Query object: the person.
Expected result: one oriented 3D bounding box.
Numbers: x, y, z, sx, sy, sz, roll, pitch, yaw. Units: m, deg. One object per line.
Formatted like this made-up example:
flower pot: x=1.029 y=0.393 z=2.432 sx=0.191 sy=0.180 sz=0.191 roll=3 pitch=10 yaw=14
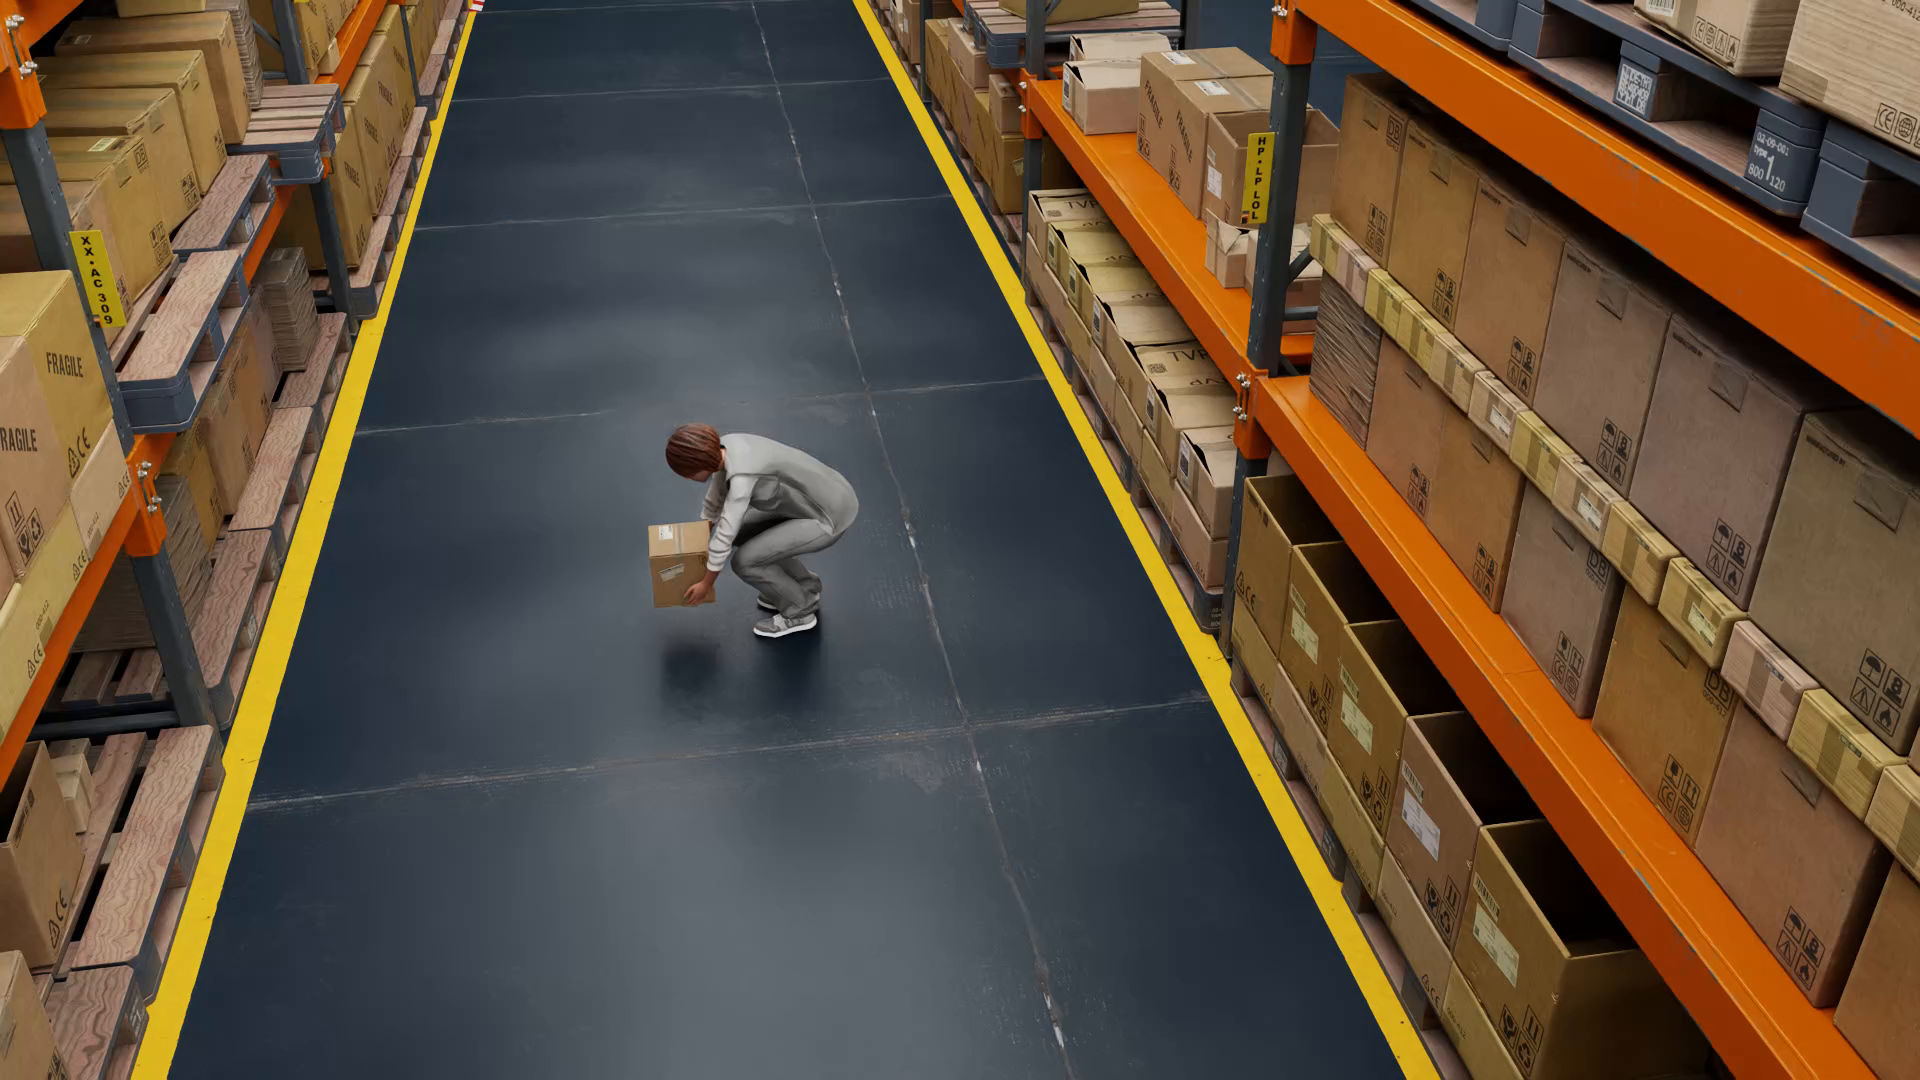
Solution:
person: x=-0.793 y=-0.061 z=6.857 sx=0.767 sy=0.966 sz=0.454 roll=-5 pitch=32 yaw=-9
